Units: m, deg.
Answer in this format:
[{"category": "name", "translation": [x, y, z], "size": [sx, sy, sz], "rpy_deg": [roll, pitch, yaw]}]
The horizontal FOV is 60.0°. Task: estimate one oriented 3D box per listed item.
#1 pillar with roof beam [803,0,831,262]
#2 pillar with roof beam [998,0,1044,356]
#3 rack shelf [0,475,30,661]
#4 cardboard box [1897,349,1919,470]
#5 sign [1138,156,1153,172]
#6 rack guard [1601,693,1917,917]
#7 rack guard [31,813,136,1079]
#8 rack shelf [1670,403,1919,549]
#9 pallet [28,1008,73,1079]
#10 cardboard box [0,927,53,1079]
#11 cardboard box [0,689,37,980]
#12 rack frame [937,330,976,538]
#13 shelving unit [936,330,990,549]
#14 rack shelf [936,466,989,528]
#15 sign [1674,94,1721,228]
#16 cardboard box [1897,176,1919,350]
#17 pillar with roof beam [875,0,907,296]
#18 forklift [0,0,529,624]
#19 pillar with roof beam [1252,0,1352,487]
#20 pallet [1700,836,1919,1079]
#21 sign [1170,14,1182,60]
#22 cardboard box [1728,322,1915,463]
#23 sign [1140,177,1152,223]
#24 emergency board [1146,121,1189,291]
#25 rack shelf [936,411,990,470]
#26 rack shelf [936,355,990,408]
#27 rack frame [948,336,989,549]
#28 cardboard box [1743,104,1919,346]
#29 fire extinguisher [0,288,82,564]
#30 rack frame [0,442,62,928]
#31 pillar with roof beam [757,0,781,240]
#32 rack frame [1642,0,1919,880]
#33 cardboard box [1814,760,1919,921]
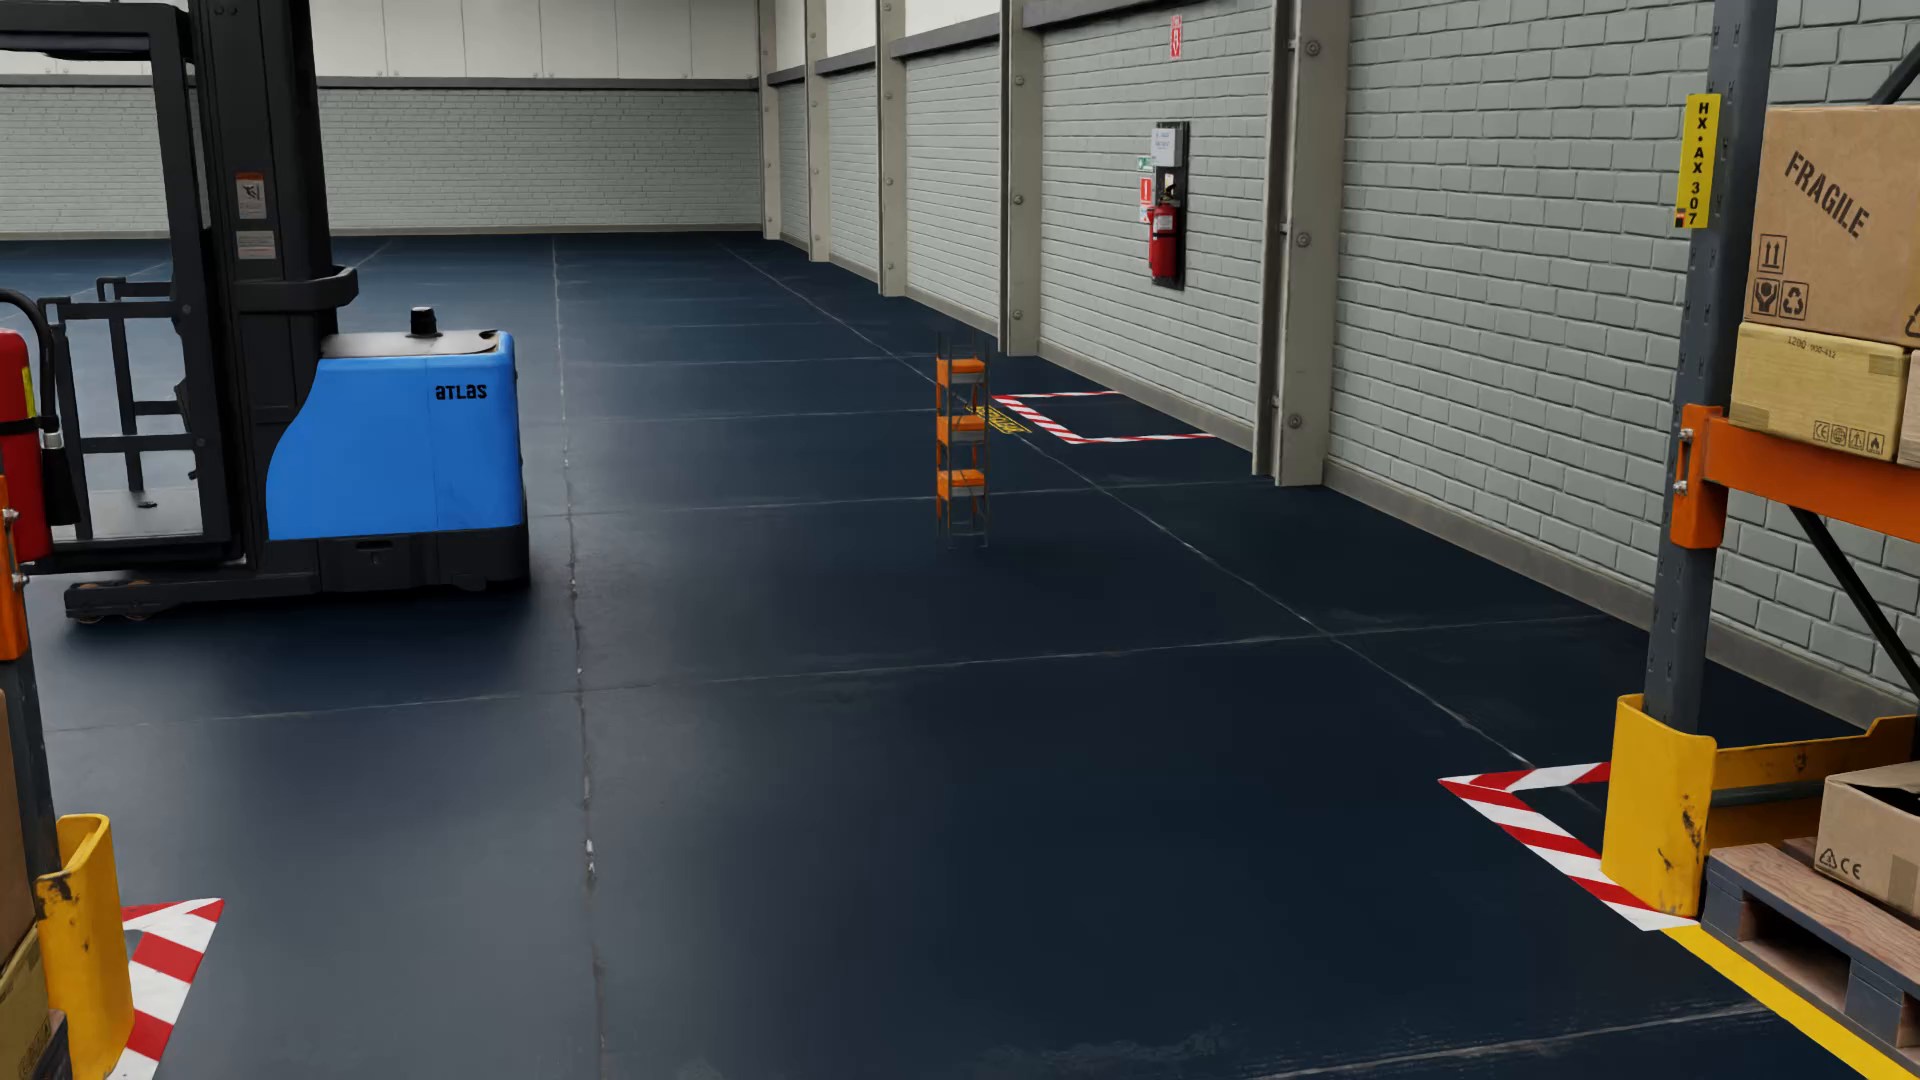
[{"category": "pillar with roof beam", "translation": [-6.449, -8.650, 24.873], "size": [9.100, 9.000, 0.400], "rpy_deg": [-3, 14, -13]}, {"category": "pillar with roof beam", "translation": [-3.631, -5.882, 13.542], "size": [9.100, 9.000, 0.400], "rpy_deg": [-3, 14, -13]}, {"category": "rack shelf", "translation": [-1.978, 0.535, 1.432], "size": [1.077, 0.370, 4.000], "rpy_deg": [-3, 14, -13]}, {"category": "cardboard box", "translation": [2.309, -0.240, 3.364], "size": [0.500, 0.250, 0.500], "rpy_deg": [-4, 14, -15]}, {"category": "sign", "translation": [1.383, -2.802, 12.385], "size": [0.001, 0.109, 0.331], "rpy_deg": [-3, 14, -13]}, {"category": "rack guard", "translation": [2.385, 0.679, 4.593], "size": [1.175, 0.500, 0.348], "rpy_deg": [-3, 14, -13]}, {"category": "rack guard", "translation": [-2.453, 0.933, 3.554], "size": [1.175, 0.500, 0.348], "rpy_deg": [-3, 14, -13]}, {"category": "rack shelf", "translation": [2.837, 0.258, 2.565], "size": [1.077, 0.370, 4.000], "rpy_deg": [-3, 14, -13]}, {"category": "pallet", "translation": [-2.227, 1.253, 2.853], "size": [1.003, 0.211, 1.213], "rpy_deg": [-3, 14, -13]}, {"category": "cardboard box", "translation": [-2.034, 0.963, 3.072], "size": [0.500, 0.250, 0.500], "rpy_deg": [-3, 14, -13]}, {"category": "cardboard box", "translation": [-2.032, 0.599, 2.984], "size": [0.500, 0.500, 0.500], "rpy_deg": [-3, 14, -13]}, {"category": "rack frame", "translation": [-0.016, -0.526, 8.367], "size": [0.200, 1.050, 0.008], "rpy_deg": [-3, 14, -13]}, {"category": "shelving unit", "translation": [0.013, -0.498, 8.252], "size": [0.215, 1.050, 0.252], "rpy_deg": [-3, 14, -13]}, {"category": "rack shelf", "translation": [0.013, -0.217, 8.320], "size": [0.215, 0.259, 0.240], "rpy_deg": [-3, 14, -13]}, {"category": "sign", "translation": [1.840, -0.943, 4.142], "size": [0.100, 0.325, 0.005], "rpy_deg": [-3, 14, -13]}, {"category": "cardboard box", "translation": [2.293, -0.612, 3.307], "size": [0.500, 0.500, 0.500], "rpy_deg": [-3, 14, -13]}, {"category": "pillar with roof beam", "translation": [-5.040, -7.266, 19.207], "size": [9.100, 9.000, 0.400], "rpy_deg": [-3, 14, -13]}, {"category": "forklift", "translation": [-3.518, -1.211, 7.207], "size": [3.031, 2.935, 1.130], "rpy_deg": [-3, 14, -14]}, {"category": "pillar with roof beam", "translation": [-2.222, -4.498, 7.876], "size": [9.100, 9.000, 0.400], "rpy_deg": [-3, 14, -13]}, {"category": "pallet", "translation": [2.541, 1.009, 3.853], "size": [1.003, 0.211, 1.213], "rpy_deg": [-3, 14, -13]}, {"category": "sign", "translation": [1.515, -3.529, 11.668], "size": [0.001, 0.298, 0.199], "rpy_deg": [-3, 14, -13]}, {"category": "cardboard box", "translation": [2.173, -0.359, 3.851], "size": [0.500, 0.250, 0.500], "rpy_deg": [-4, 14, -15]}, {"category": "sign", "translation": [1.390, -2.546, 12.454], "size": [0.001, 0.329, 0.234], "rpy_deg": [-3, 14, -13]}, {"category": "emergency board", "translation": [1.420, -2.396, 11.913], "size": [0.194, 1.169, 0.643], "rpy_deg": [-3, 14, -13]}, {"category": "rack shelf", "translation": [0.013, -0.487, 8.254], "size": [0.215, 0.259, 0.240], "rpy_deg": [-3, 14, -13]}, {"category": "rack shelf", "translation": [0.013, -0.763, 8.187], "size": [0.215, 0.259, 0.240], "rpy_deg": [-3, 14, -13]}, {"category": "rack frame", "translation": [0.041, -0.470, 8.137], "size": [0.200, 1.050, 0.008], "rpy_deg": [-3, 14, -13]}, {"category": "cardboard box", "translation": [2.187, -0.727, 3.776], "size": [0.500, 0.500, 0.500], "rpy_deg": [-3, 14, -13]}, {"category": "fire extinguisher", "translation": [-2.024, -0.291, 3.462], "size": [0.296, 0.674, 0.183], "rpy_deg": [-3, 14, -13]}, {"category": "rack frame", "translation": [-2.447, -0.276, 3.235], "size": [1.000, 3.000, 0.127], "rpy_deg": [-3, 14, -13]}, {"category": "pillar with roof beam", "translation": [-7.858, -10.034, 30.539], "size": [9.100, 9.000, 0.400], "rpy_deg": [-3, 14, -13]}, {"category": "rack frame", "translation": [2.367, -0.553, 4.369], "size": [1.000, 3.000, 0.127], "rpy_deg": [-3, 14, -13]}, {"category": "cardboard box", "translation": [2.442, 0.704, 3.962], "size": [0.500, 0.311, 0.500], "rpy_deg": [-5, 15, -20]}]
